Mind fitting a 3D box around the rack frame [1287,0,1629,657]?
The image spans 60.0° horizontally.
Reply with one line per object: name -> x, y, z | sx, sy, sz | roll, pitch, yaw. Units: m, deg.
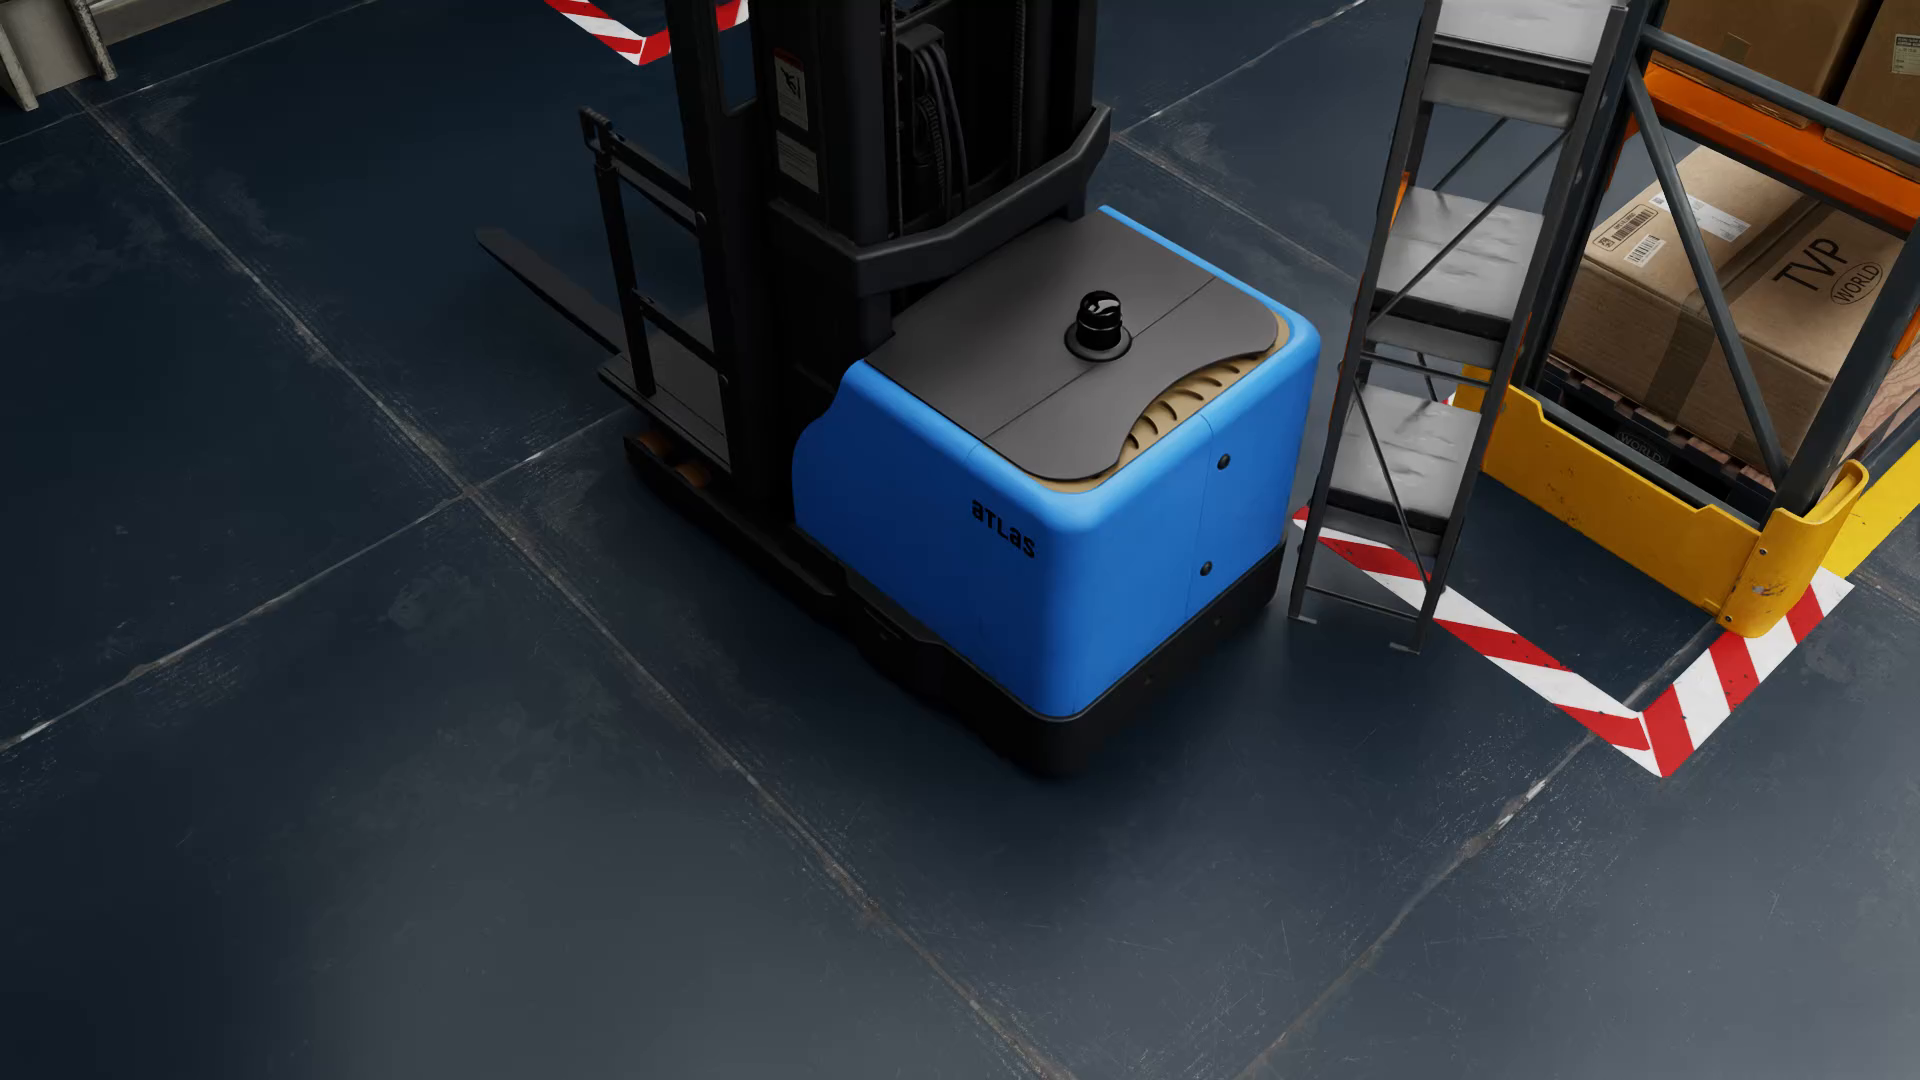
rack frame -> 1.177, -0.426, 4.214 | 0.400, 2.100, 0.015 | 17, 49, 15

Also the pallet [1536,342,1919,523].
pallet -> 2.656, -0.609, 5.669 | 1.213, 0.211, 1.003 | -34, 56, -27

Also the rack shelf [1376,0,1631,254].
rack shelf -> 1.269, -1.057, 3.863 | 0.431, 0.518, 0.480 | 17, 49, 15

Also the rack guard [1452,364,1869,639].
rack guard -> 2.100, -0.258, 5.147 | 0.348, 0.500, 1.175 | -34, 56, -27

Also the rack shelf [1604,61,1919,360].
rack shelf -> 3.597, -1.862, 5.417 | 4.000, 0.370, 1.077 | -34, 56, -27

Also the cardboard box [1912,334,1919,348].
cardboard box -> 3.210, -1.228, 5.800 | 0.875, 0.438, 0.875 | -32, 55, -26

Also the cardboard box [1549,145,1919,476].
cardboard box -> 2.539, -0.771, 5.378 | 0.875, 0.438, 0.875 | -36, 57, -28

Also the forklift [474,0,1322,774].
forklift -> -0.439, -1.331, 4.484 | 1.130, 2.935, 3.031 | -36, 57, -29

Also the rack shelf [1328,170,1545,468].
rack shelf -> 1.269, -0.583, 4.377 | 0.431, 0.518, 0.480 | 17, 49, 15

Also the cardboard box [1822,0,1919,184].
cardboard box -> 2.666, -1.232, 4.278 | 0.500, 0.500, 0.500 | -34, 56, -27

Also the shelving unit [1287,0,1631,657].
shelving unit -> 1.269, -0.592, 4.367 | 0.431, 2.100, 0.503 | 17, 49, 15

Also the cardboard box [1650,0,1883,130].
cardboard box -> 2.296, -1.533, 4.556 | 0.500, 0.500, 0.500 | -33, 56, -27

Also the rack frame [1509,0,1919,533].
rack frame -> 2.118, -1.117, 4.240 | 0.127, 3.000, 1.000 | -34, 56, -27

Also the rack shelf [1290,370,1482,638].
rack shelf -> 1.268, -0.108, 4.892 | 0.431, 0.518, 0.480 | 17, 49, 15

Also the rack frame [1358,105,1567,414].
rack frame -> 1.360, -0.758, 4.521 | 0.400, 2.100, 0.015 | 17, 49, 15

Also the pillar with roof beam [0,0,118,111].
pillar with roof beam -> -0.930, -2.665, 1.586 | 0.400, 9.000, 9.100 | -34, 56, -27
